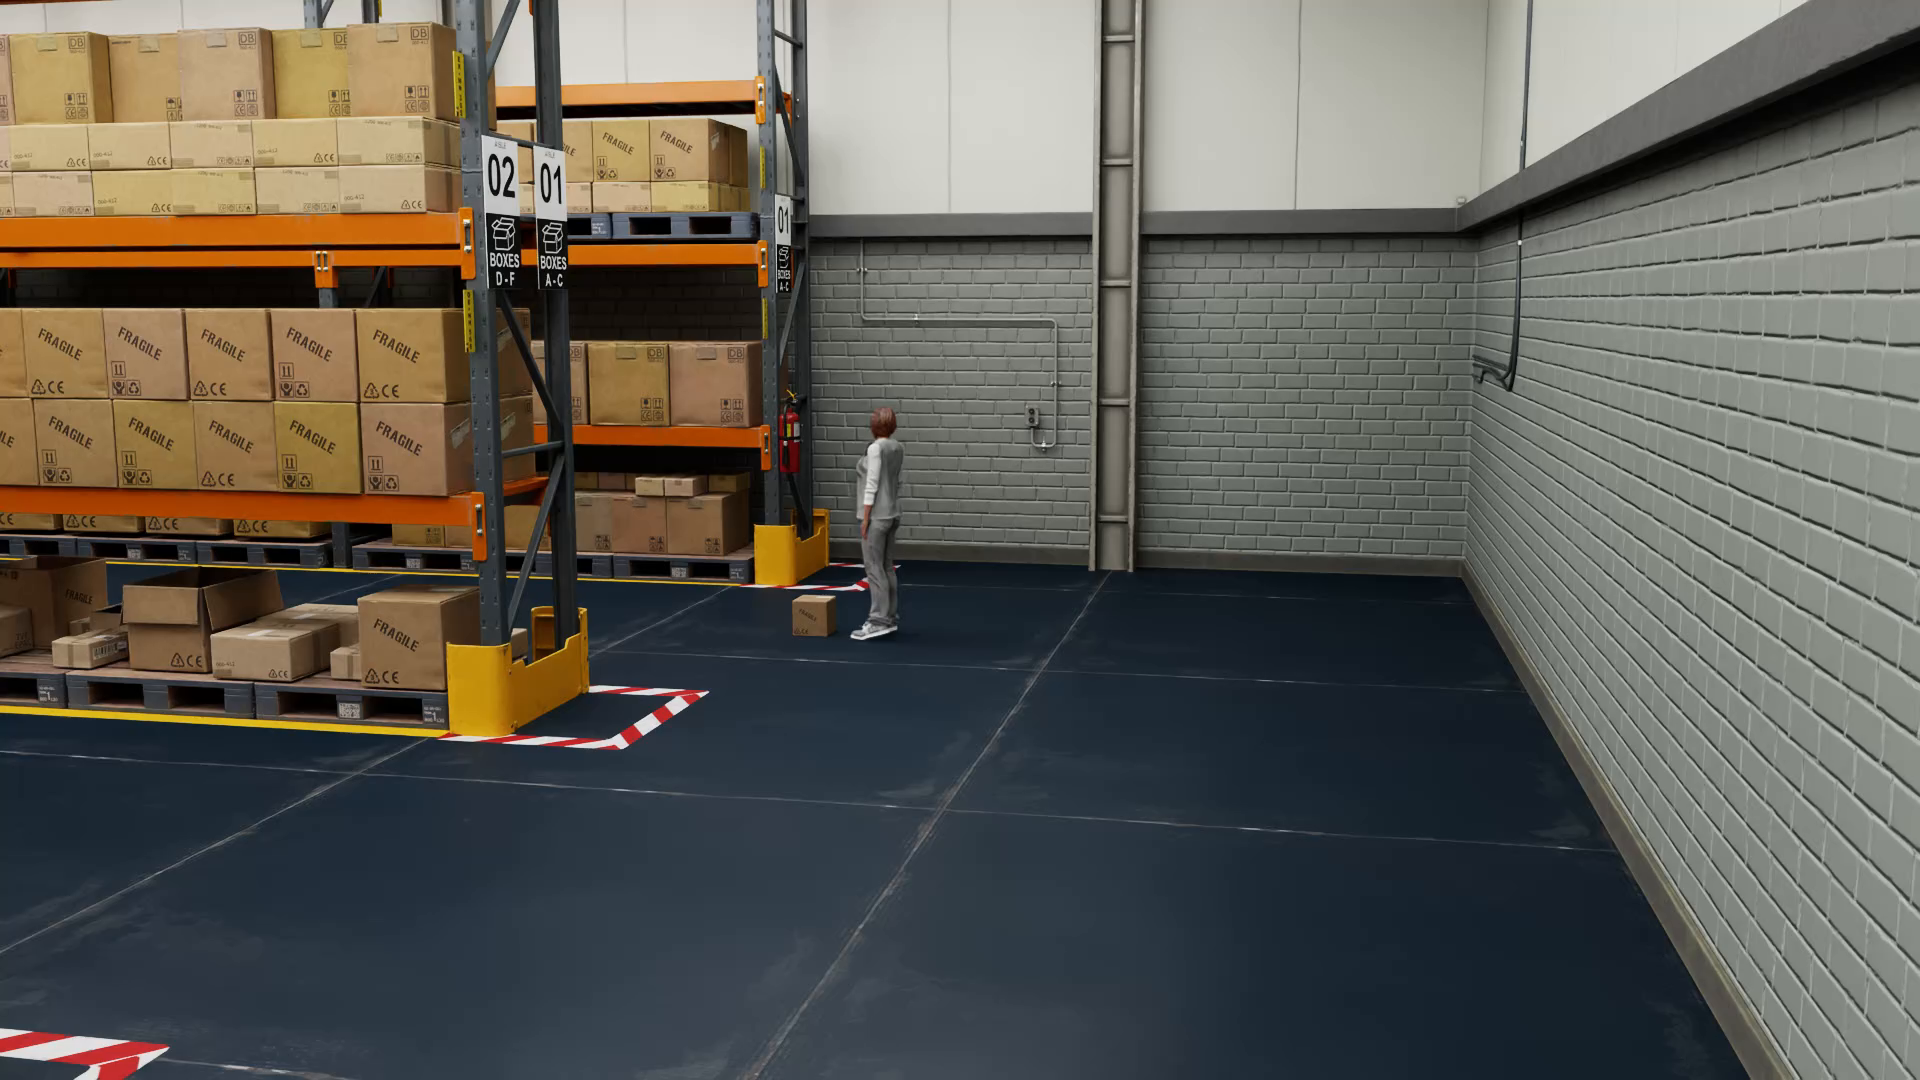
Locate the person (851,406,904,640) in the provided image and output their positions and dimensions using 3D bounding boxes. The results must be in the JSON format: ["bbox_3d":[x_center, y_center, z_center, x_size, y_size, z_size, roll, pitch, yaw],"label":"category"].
[{"bbox_3d":[-0.571,-0.127,11.646,0.315,1.602,0.518,3,9,21],"label":"person"}]
